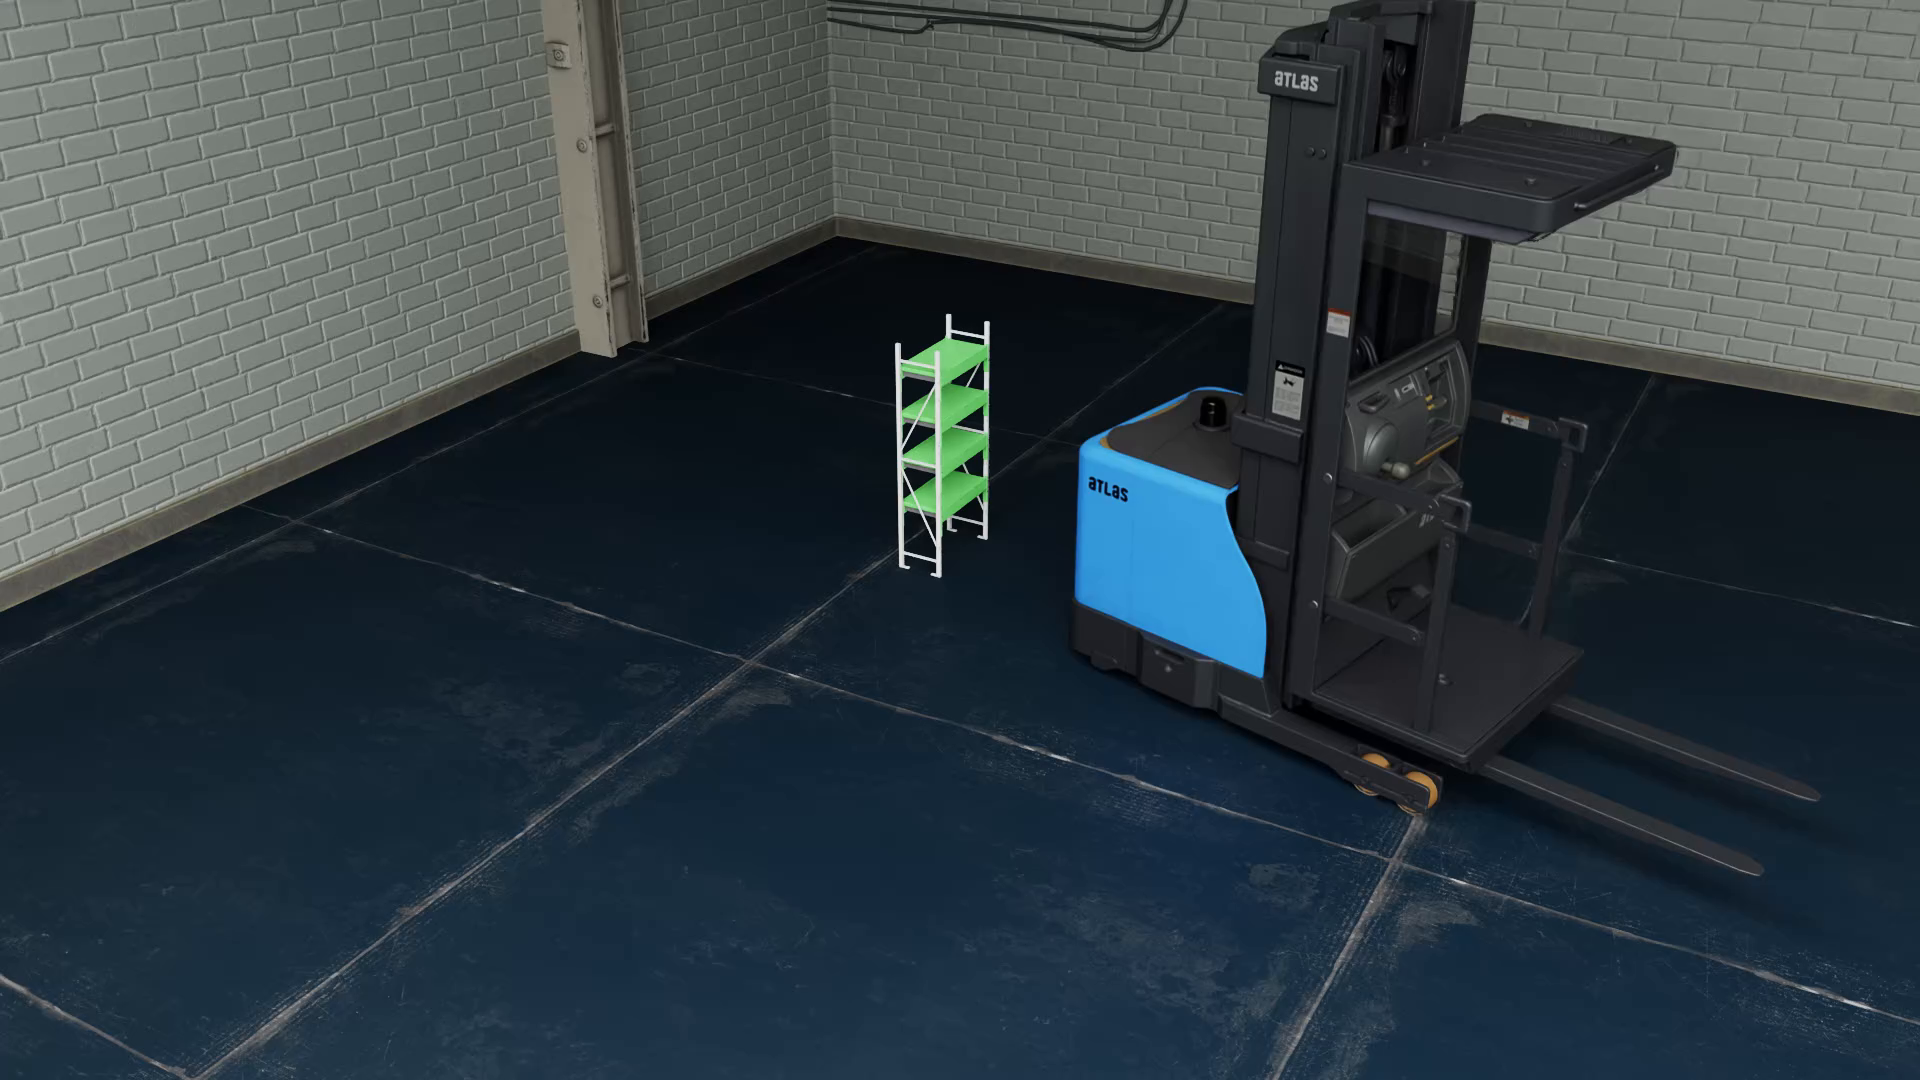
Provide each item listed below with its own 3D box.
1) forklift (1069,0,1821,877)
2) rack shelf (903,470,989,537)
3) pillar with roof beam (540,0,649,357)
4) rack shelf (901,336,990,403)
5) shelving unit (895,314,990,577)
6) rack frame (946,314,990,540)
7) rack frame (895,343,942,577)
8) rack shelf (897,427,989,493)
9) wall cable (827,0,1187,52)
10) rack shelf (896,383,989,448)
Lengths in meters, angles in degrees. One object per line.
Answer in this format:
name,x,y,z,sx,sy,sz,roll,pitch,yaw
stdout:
forklift,1.930,-0.489,6.452,3.031,2.935,1.130,22,34,37
rack shelf,-0.081,-0.200,8.489,0.258,0.148,0.480,14,30,26
pillar with roof beam,1.369,-4.416,7.519,9.100,9.000,0.400,14,30,26
rack shelf,-0.081,-0.844,8.166,0.258,0.148,0.480,14,30,26
shelving unit,-0.081,-0.472,8.353,0.258,1.200,0.503,14,30,26
rack frame,0.039,-0.567,8.542,0.240,1.200,0.015,14,30,26
rack frame,-0.201,-0.377,8.163,0.240,1.200,0.015,14,30,26
rack shelf,-0.081,-0.415,8.381,0.258,0.148,0.480,14,30,26
wall cable,0.221,-4.832,11.820,3.097,2.526,0.112,14,30,26
rack shelf,-0.081,-0.629,8.274,0.258,0.148,0.480,14,30,26
